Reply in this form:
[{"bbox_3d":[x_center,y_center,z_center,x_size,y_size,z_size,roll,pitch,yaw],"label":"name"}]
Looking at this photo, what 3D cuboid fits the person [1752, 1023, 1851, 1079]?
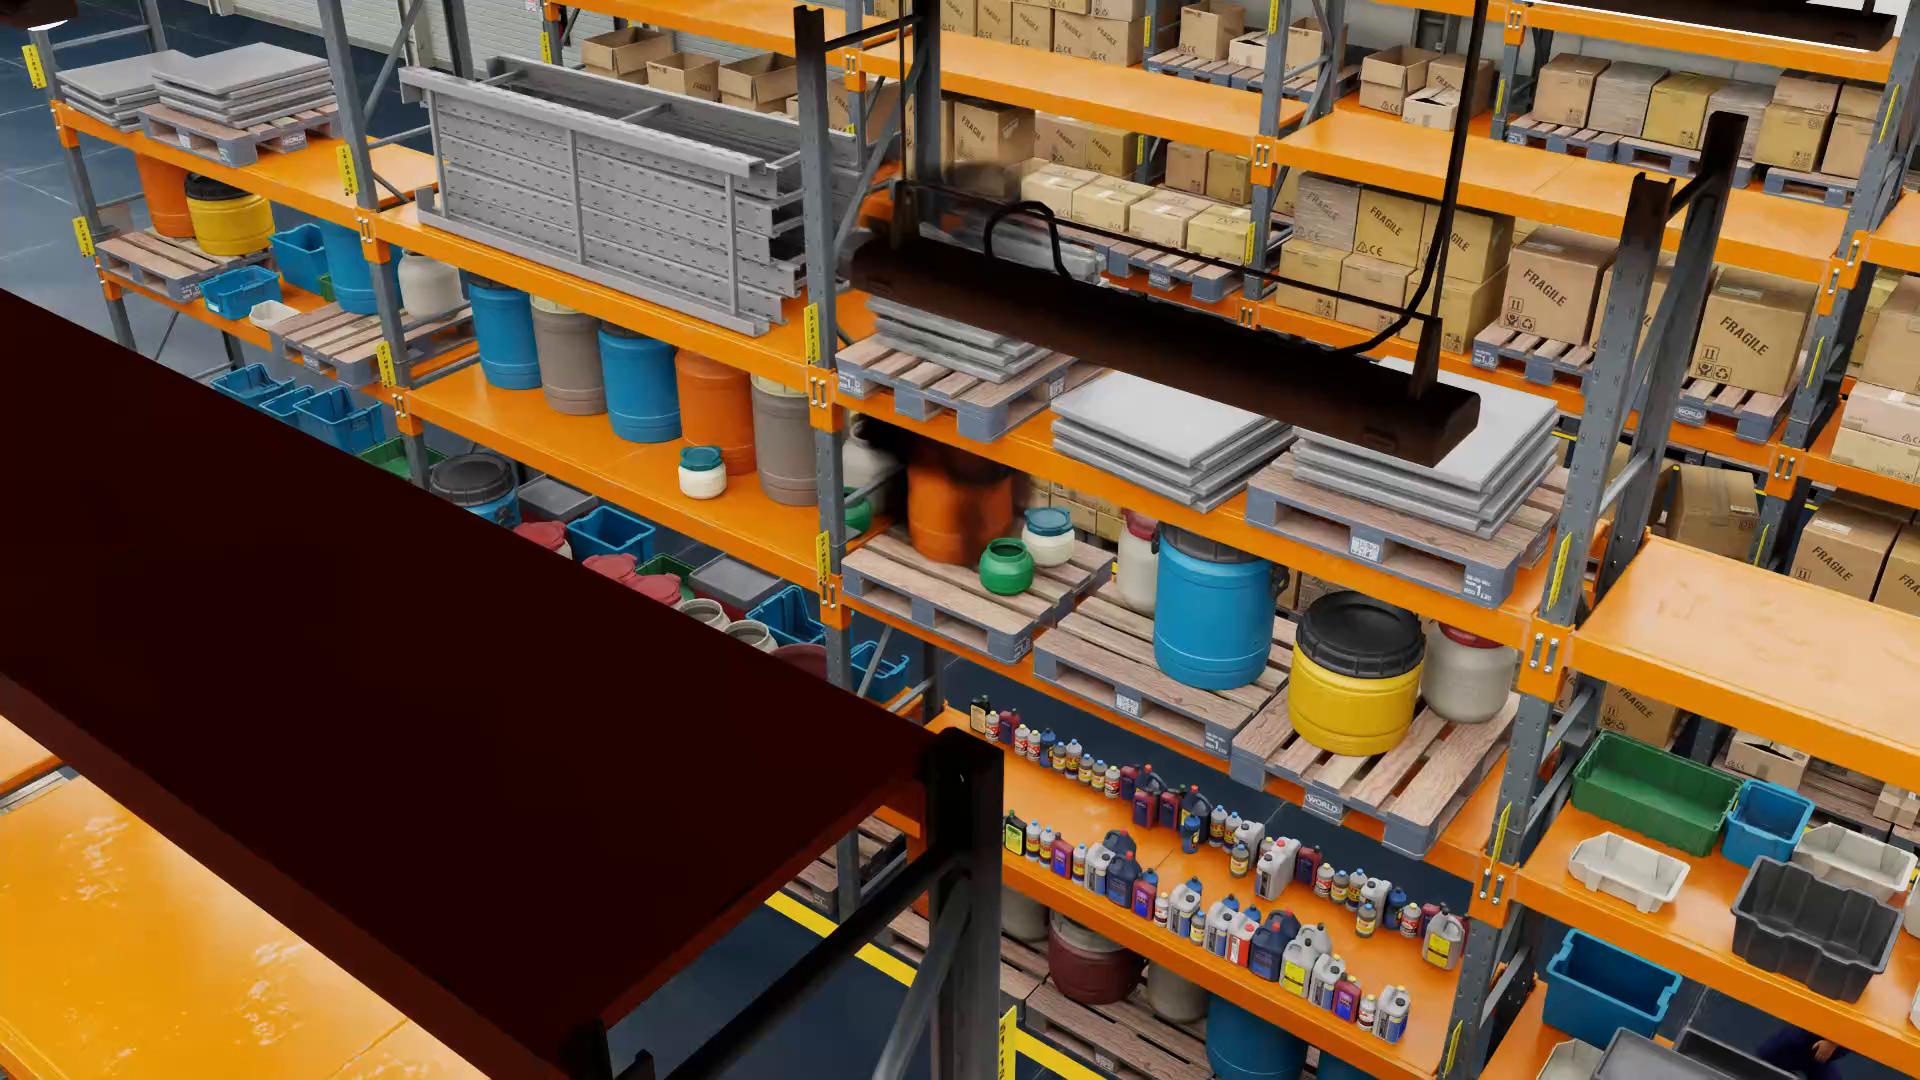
[{"bbox_3d":[4.795,2.710,9.380,0.826,1.527,0.606,17,35,26],"label":"person"}]
